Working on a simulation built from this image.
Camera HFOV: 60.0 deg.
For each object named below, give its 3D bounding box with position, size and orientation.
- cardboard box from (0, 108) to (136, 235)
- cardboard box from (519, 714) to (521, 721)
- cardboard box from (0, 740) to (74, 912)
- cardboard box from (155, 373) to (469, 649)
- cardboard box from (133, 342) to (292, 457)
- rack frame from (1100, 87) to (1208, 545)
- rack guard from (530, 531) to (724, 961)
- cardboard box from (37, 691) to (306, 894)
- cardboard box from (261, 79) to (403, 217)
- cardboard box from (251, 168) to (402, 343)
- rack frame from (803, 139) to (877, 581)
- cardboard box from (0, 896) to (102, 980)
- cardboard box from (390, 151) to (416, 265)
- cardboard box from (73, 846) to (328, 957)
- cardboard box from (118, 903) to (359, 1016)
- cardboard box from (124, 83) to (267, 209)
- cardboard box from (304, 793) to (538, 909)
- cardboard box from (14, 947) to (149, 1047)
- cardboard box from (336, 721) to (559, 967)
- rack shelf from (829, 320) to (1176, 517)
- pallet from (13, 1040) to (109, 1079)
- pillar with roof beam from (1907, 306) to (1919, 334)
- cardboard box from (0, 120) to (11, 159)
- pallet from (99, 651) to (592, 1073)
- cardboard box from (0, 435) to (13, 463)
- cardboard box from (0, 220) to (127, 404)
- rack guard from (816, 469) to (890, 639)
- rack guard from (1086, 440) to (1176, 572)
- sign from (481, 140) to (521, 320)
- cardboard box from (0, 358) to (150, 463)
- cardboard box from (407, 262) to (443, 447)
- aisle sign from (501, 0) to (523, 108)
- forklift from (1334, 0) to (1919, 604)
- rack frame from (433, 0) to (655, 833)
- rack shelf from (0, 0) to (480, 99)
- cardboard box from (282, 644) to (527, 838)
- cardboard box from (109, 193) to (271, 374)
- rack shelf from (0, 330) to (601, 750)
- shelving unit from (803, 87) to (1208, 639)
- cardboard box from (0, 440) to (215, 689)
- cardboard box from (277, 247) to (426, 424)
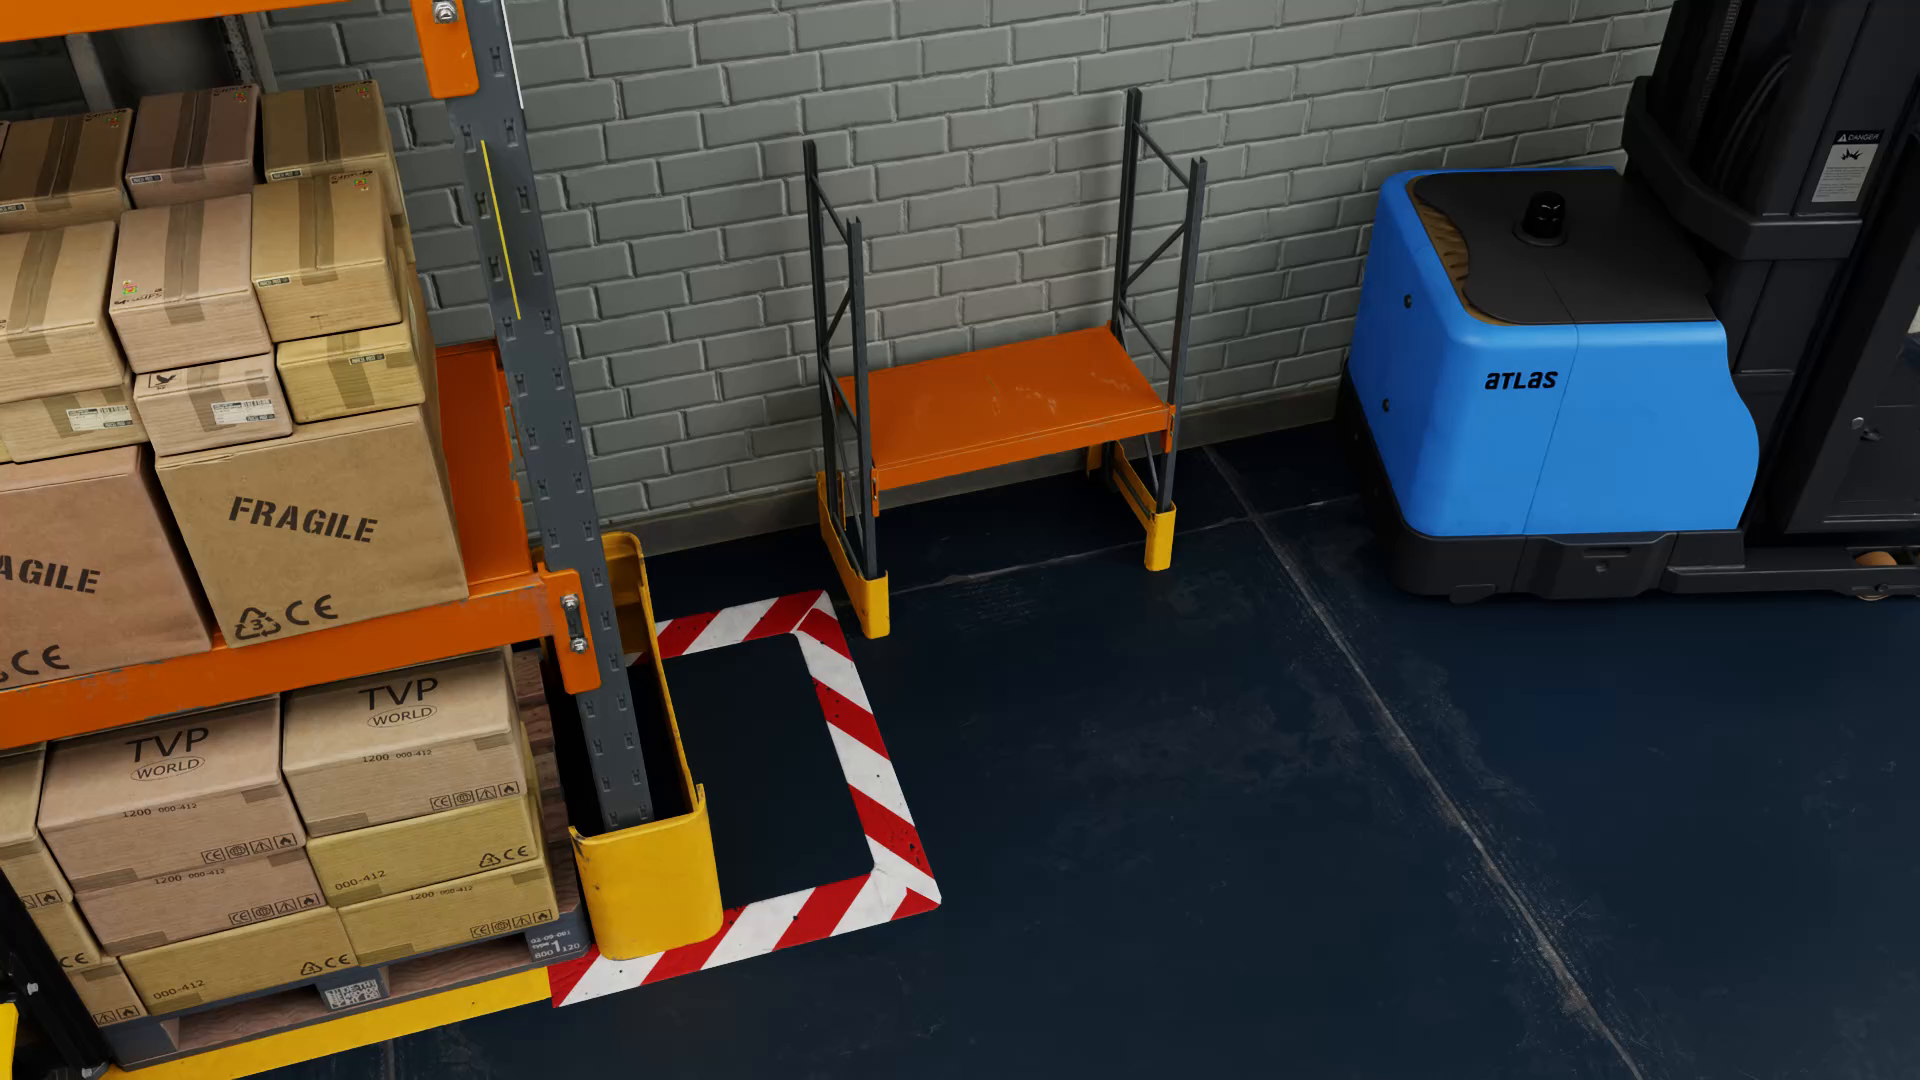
[{"bbox_3d":[-1.885,-0.755,3.540,0.250,0.149,0.380,-11,42,-12],"label":"cardboard box"},{"bbox_3d":[-1.521,0.466,4.707,0.500,0.250,0.500,-12,42,-13],"label":"cardboard box"},{"bbox_3d":[-2.303,0.613,3.779,0.500,0.250,0.500,-11,42,-13],"label":"cardboard box"},{"bbox_3d":[-1.384,-0.161,3.578,0.500,0.500,0.500,-13,43,-14],"label":"cardboard box"},{"bbox_3d":[-1.475,-0.354,3.306,0.250,0.149,0.380,-11,42,-12],"label":"cardboard box"},{"bbox_3d":[0.603,-0.650,5.354,0.032,1.500,0.500,-13,43,-14],"label":"rack frame"},{"bbox_3d":[-0.971,0.551,4.739,0.348,0.500,1.175,-12,42,-13],"label":"rack guard"},{"bbox_3d":[-1.824,0.507,3.901,0.500,0.250,0.500,-11,42,-12],"label":"cardboard box"},{"bbox_3d":[-1.378,-0.847,3.644,0.250,0.149,0.380,-12,43,-14],"label":"cardboard box"},{"bbox_3d":[-1.272,-0.576,3.335,0.250,0.149,0.380,-12,42,-13],"label":"cardboard box"},{"bbox_3d":[-0.358,-0.432,5.104,0.032,1.500,0.500,-13,43,-14],"label":"rack frame"},{"bbox_3d":[-2.332,0.804,3.941,0.500,0.250,0.500,-13,43,-14],"label":"cardboard box"},{"bbox_3d":[-1.395,-0.763,3.774,0.250,0.149,0.380,-13,43,-14],"label":"cardboard box"},{"bbox_3d":[-1.846,0.689,4.073,0.500,0.250,0.500,-12,43,-13],"label":"cardboard box"},{"bbox_3d":[-1.824,0.876,4.239,0.500,0.250,0.500,-12,42,-13],"label":"cardboard box"},{"bbox_3d":[-1.651,-0.834,3.629,0.250,0.149,0.380,-10,42,-12],"label":"cardboard box"},{"bbox_3d":[-1.364,0.596,4.178,0.500,0.250,0.500,-12,43,-14],"label":"cardboard box"},{"bbox_3d":[-2.304,0.969,4.132,0.500,0.250,0.500,-11,42,-13],"label":"cardboard box"},{"bbox_3d":[-1.347,0.783,4.344,0.500,0.250,0.500,-11,42,-13],"label":"cardboard box"},{"bbox_3d":[0.123,-0.405,5.347,1.000,0.185,0.538,-13,43,-14],"label":"rack shelf"},{"bbox_3d":[-2.872,1.081,4.352,1.213,0.211,1.003,-12,42,-13],"label":"pallet"},{"bbox_3d":[5.088,-1.557,0.692,0.400,9.000,9.100,-12,42,-13],"label":"pillar with roof beam"},{"bbox_3d":[-2.126,-0.716,3.494,0.250,0.149,0.380,-11,42,-13],"label":"cardboard box"},{"bbox_3d":[-1.711,0.842,4.625,1.213,0.211,1.003,-12,42,-13],"label":"pallet"},{"bbox_3d":[-1.981,-0.299,3.243,0.250,0.149,0.380,-12,43,-13],"label":"cardboard box"},{"bbox_3d":[-1.739,-0.439,3.178,0.250,0.149,0.380,-11,42,-12],"label":"cardboard box"},{"bbox_3d":[-0.357,0.039,5.516,0.087,0.250,0.587,-13,43,-14],"label":"rack guard"},{"bbox_3d":[0.585,-0.175,5.760,0.087,0.250,0.587,-13,43,-14],"label":"rack guard"},{"bbox_3d":[-0.844,-0.567,3.059,0.005,0.325,0.100,-12,42,-13],"label":"sign"},{"bbox_3d":[-1.741,-0.341,3.291,0.250,0.149,0.380,-11,42,-12],"label":"cardboard box"},{"bbox_3d":[-1.550,-0.499,3.966,0.500,0.500,0.500,-10,42,-12],"label":"cardboard box"},{"bbox_3d":[-0.843,-1.193,2.860,0.004,0.787,0.394,-12,42,-13],"label":"aisle sign"},{"bbox_3d":[2.913,-1.252,4.956,3.031,2.935,1.130,-2,41,-2],"label":"forklift"},{"bbox_3d":[-0.994,-0.385,3.911,0.127,3.000,1.000,-12,42,-13],"label":"rack frame"},{"bbox_3d":[-2.901,-0.849,2.708,4.000,0.370,1.077,-12,42,-13],"label":"rack shelf"},{"bbox_3d":[-1.339,0.402,4.020,0.500,0.250,0.500,-10,42,-12],"label":"cardboard box"},{"bbox_3d":[-1.498,-0.508,3.256,0.250,0.149,0.380,-12,42,-13],"label":"cardboard box"},{"bbox_3d":[-2.901,0.281,3.695,4.000,0.370,1.077,-12,42,-13],"label":"rack shelf"},{"bbox_3d":[0.114,-0.539,5.227,1.083,1.500,0.587,-13,43,-14],"label":"shelving unit"},{"bbox_3d":[-1.882,-0.064,3.468,0.500,0.500,0.500,-10,42,-12],"label":"cardboard box"},{"bbox_3d":[-1.240,-0.423,3.385,0.250,0.149,0.380,-11,42,-12],"label":"cardboard box"}]
